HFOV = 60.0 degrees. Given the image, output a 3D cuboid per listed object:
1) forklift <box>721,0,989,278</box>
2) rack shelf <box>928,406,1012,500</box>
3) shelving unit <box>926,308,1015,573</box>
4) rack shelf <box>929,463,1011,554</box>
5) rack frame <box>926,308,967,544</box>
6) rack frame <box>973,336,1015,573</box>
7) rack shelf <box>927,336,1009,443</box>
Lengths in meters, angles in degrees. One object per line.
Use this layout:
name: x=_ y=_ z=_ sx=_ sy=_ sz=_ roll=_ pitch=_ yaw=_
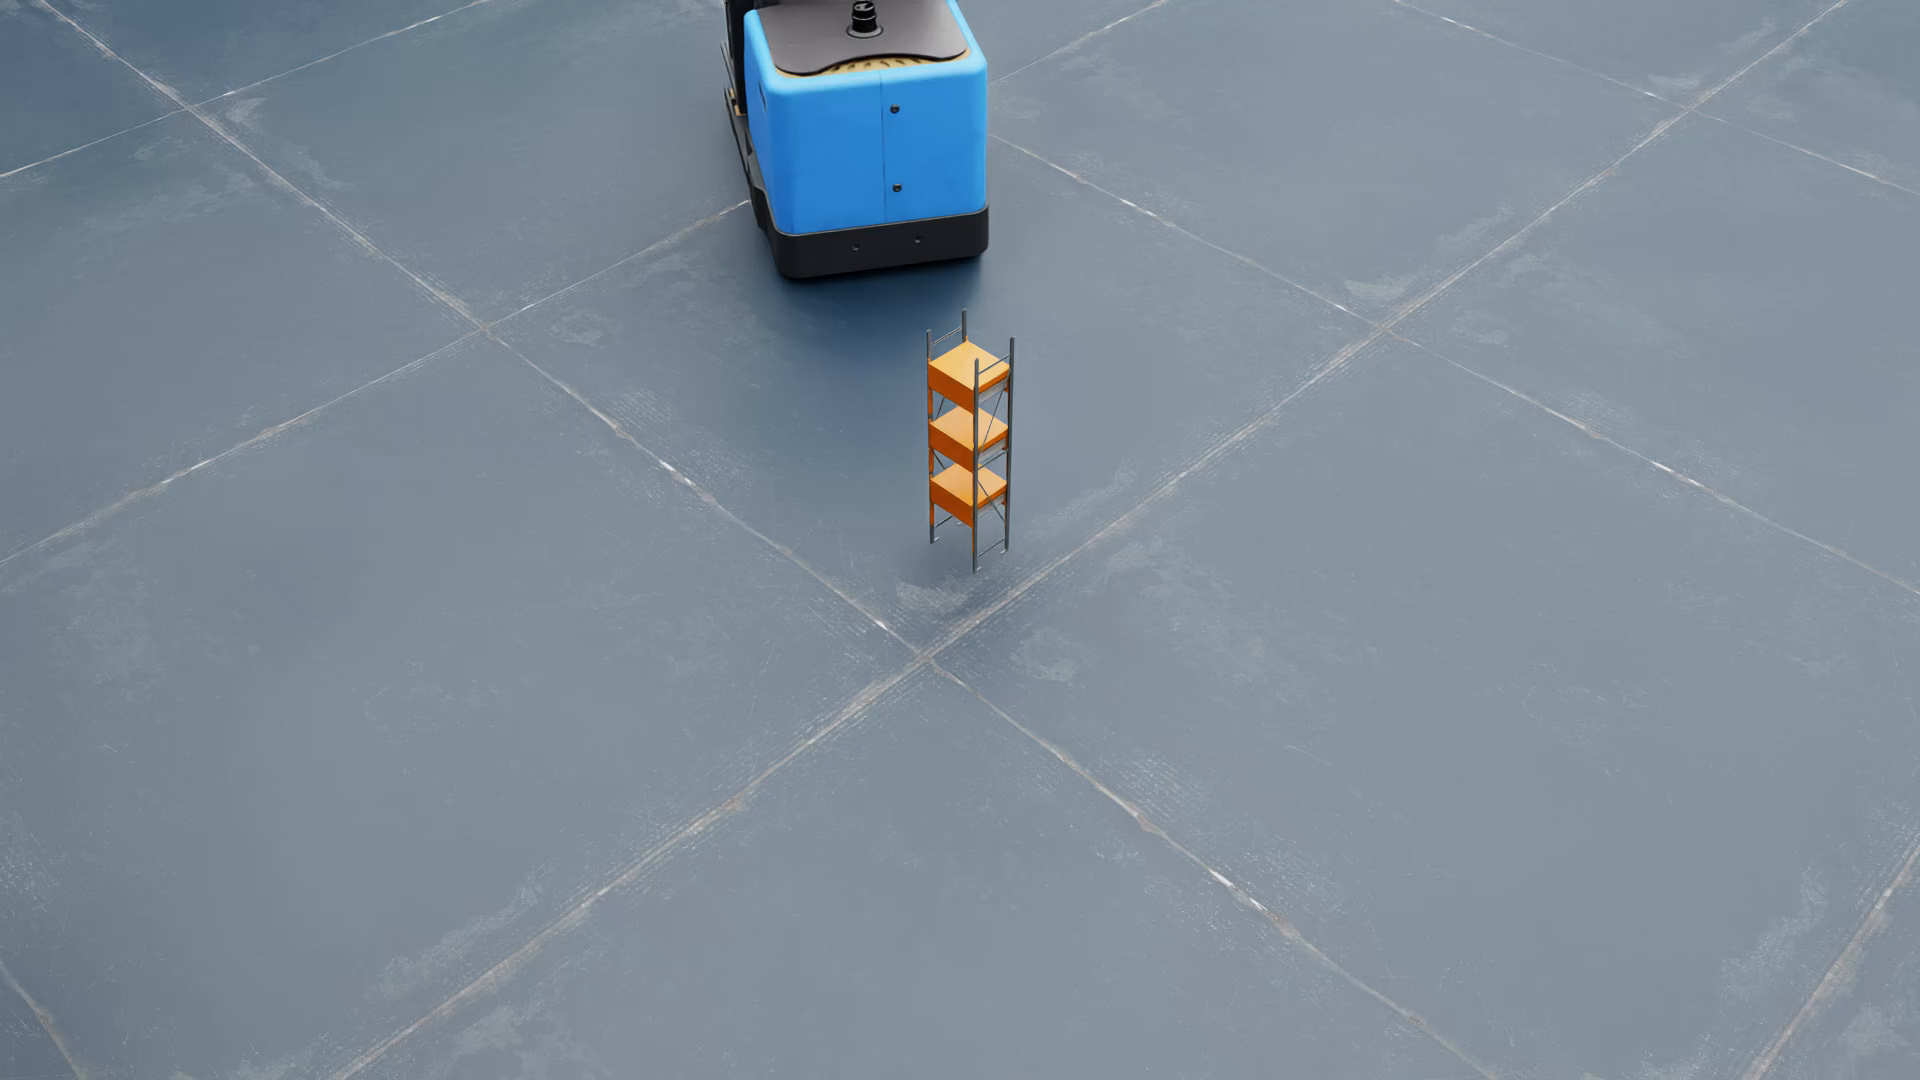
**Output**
forklift: x=-0.693 y=-3.351 z=8.217 sx=1.130 sy=2.935 sz=3.031 roll=-9 pitch=43 yaw=-10
rack shelf: x=0.038 y=-0.352 z=6.373 sx=0.215 sy=0.259 sz=0.240 roll=-34 pitch=53 yaw=-31
shelving unit: x=0.038 y=-0.360 z=6.366 sx=0.215 sy=1.050 sz=0.252 roll=-34 pitch=53 yaw=-31
rack shelf: x=0.038 y=-0.148 z=6.562 sx=0.215 sy=0.259 sz=0.240 roll=-34 pitch=53 yaw=-31
rack frame: x=-0.048 y=-0.418 z=6.429 sx=0.200 sy=1.050 sz=0.008 roll=-34 pitch=53 yaw=-31
rack frame: x=0.124 y=-0.301 z=6.302 sx=0.200 sy=1.050 sz=0.008 roll=-34 pitch=53 yaw=-31
rack shelf: x=0.038 y=-0.561 z=6.180 sx=0.215 sy=0.259 sz=0.240 roll=-34 pitch=53 yaw=-31
